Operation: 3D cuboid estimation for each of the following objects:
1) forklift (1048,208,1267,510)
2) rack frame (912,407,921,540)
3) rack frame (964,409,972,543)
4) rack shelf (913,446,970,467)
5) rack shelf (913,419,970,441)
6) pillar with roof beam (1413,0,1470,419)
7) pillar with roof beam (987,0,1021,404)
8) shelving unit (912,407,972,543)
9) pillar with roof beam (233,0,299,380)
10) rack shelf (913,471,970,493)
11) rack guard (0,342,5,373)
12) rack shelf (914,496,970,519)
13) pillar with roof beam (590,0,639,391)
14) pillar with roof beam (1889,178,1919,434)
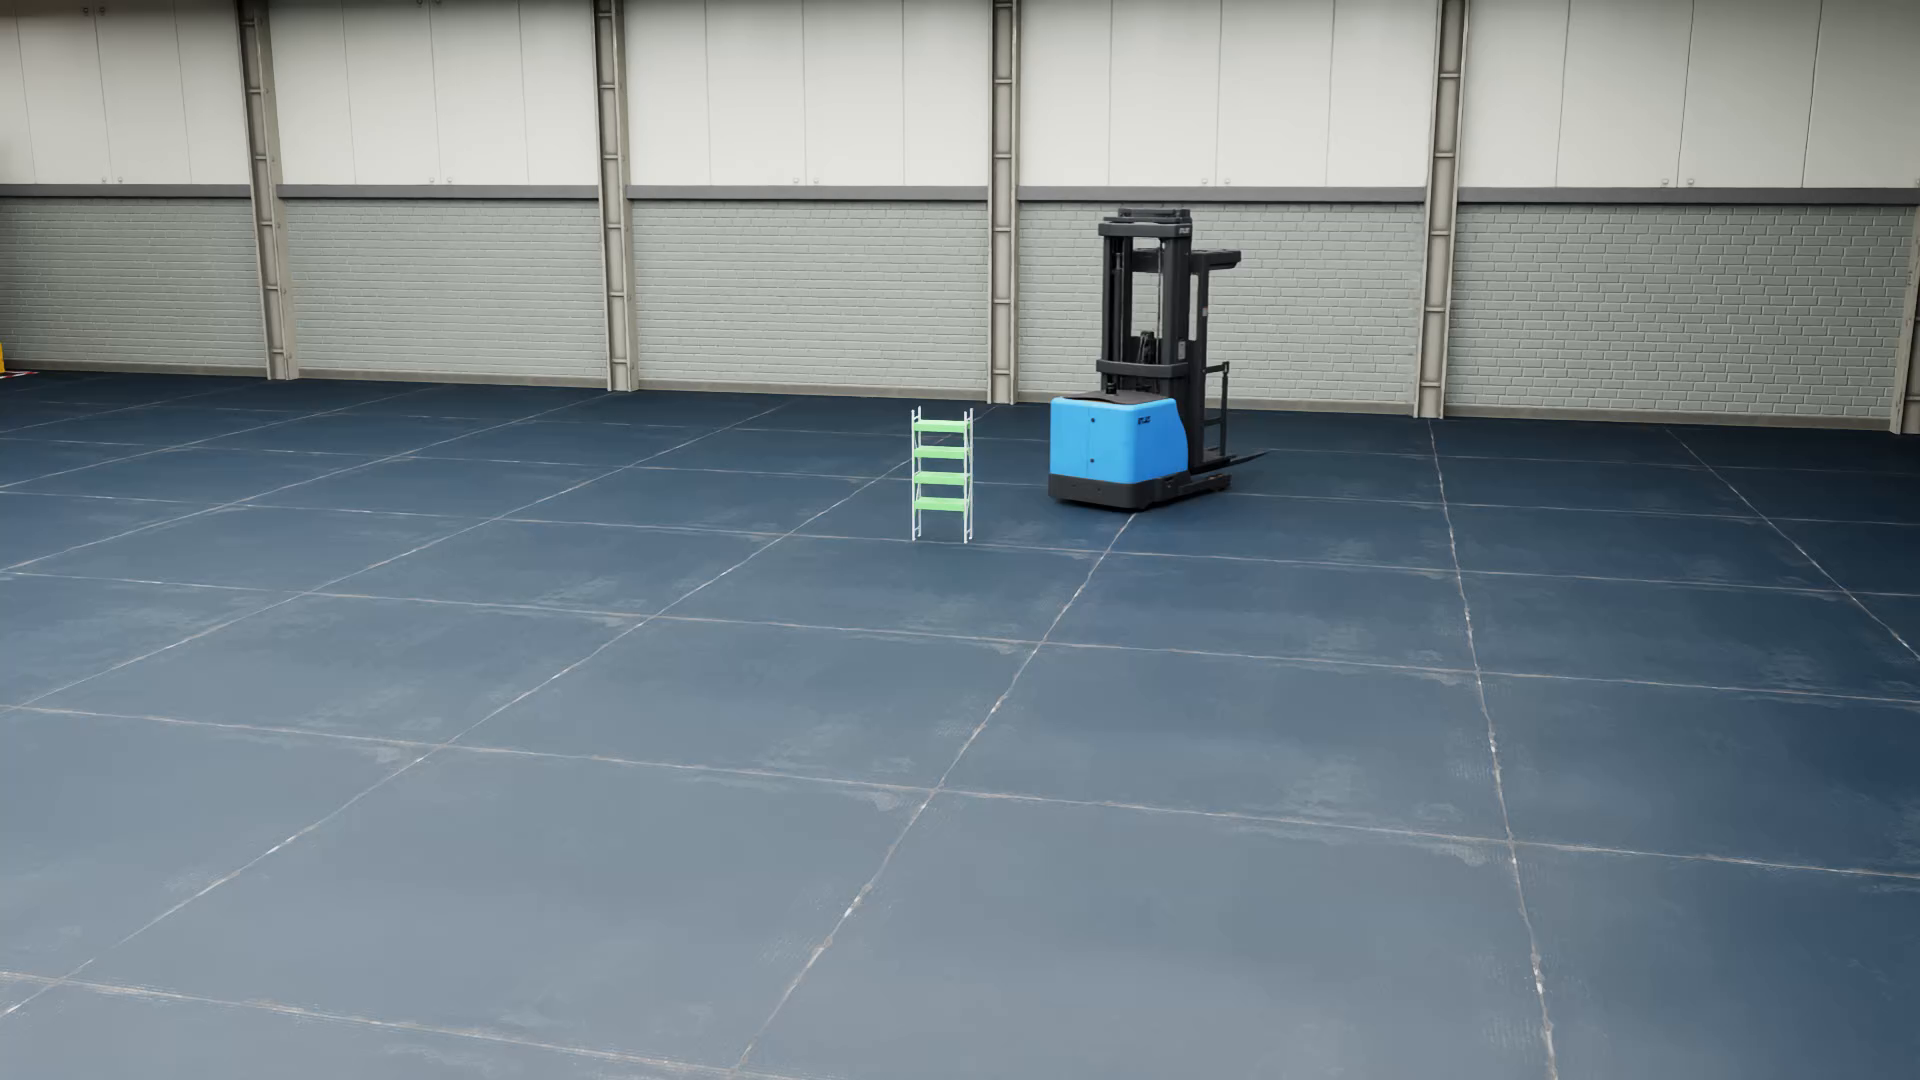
[{"bbox_3d":[2.227,-1.991,17.459,1.130,2.935,3.031,10,16,38],"label":"forklift"},{"bbox_3d":[-0.398,-0.607,15.216,0.015,1.200,0.240,3,13,14],"label":"rack frame"},{"bbox_3d":[0.076,-0.582,15.102,0.015,1.200,0.240,3,13,14],"label":"rack frame"},{"bbox_3d":[-0.161,-0.766,15.121,0.480,0.148,0.258,3,13,14],"label":"rack shelf"},{"bbox_3d":[-0.161,-1.001,15.069,0.480,0.148,0.258,3,13,14],"label":"rack shelf"},{"bbox_3d":[5.417,-5.187,17.855,0.400,9.000,9.100,3,13,14],"label":"pillar with roof beam"},{"bbox_3d":[-0.408,-5.499,19.259,0.400,9.000,9.100,3,13,14],"label":"pillar with roof beam"},{"bbox_3d":[-0.161,-0.594,15.159,0.503,1.200,0.258,3,13,14],"label":"shelving unit"},{"bbox_3d":[-12.058,-6.122,22.066,0.400,9.000,9.100,3,13,14],"label":"pillar with roof beam"},{"bbox_3d":[-0.161,-0.532,15.173,0.480,0.148,0.258,3,13,14],"label":"rack shelf"},{"bbox_3d":[-16.369,-2.962,27.447,0.348,0.500,1.175,3,13,14],"label":"rack guard"},{"bbox_3d":[-0.161,-0.298,15.225,0.480,0.148,0.258,3,13,14],"label":"rack shelf"},{"bbox_3d":[-6.233,-5.810,20.662,0.400,9.000,9.100,3,13,14],"label":"pillar with roof beam"},{"bbox_3d":[11.243,-4.876,16.452,0.400,9.000,9.100,3,13,14],"label":"pillar with roof beam"}]
